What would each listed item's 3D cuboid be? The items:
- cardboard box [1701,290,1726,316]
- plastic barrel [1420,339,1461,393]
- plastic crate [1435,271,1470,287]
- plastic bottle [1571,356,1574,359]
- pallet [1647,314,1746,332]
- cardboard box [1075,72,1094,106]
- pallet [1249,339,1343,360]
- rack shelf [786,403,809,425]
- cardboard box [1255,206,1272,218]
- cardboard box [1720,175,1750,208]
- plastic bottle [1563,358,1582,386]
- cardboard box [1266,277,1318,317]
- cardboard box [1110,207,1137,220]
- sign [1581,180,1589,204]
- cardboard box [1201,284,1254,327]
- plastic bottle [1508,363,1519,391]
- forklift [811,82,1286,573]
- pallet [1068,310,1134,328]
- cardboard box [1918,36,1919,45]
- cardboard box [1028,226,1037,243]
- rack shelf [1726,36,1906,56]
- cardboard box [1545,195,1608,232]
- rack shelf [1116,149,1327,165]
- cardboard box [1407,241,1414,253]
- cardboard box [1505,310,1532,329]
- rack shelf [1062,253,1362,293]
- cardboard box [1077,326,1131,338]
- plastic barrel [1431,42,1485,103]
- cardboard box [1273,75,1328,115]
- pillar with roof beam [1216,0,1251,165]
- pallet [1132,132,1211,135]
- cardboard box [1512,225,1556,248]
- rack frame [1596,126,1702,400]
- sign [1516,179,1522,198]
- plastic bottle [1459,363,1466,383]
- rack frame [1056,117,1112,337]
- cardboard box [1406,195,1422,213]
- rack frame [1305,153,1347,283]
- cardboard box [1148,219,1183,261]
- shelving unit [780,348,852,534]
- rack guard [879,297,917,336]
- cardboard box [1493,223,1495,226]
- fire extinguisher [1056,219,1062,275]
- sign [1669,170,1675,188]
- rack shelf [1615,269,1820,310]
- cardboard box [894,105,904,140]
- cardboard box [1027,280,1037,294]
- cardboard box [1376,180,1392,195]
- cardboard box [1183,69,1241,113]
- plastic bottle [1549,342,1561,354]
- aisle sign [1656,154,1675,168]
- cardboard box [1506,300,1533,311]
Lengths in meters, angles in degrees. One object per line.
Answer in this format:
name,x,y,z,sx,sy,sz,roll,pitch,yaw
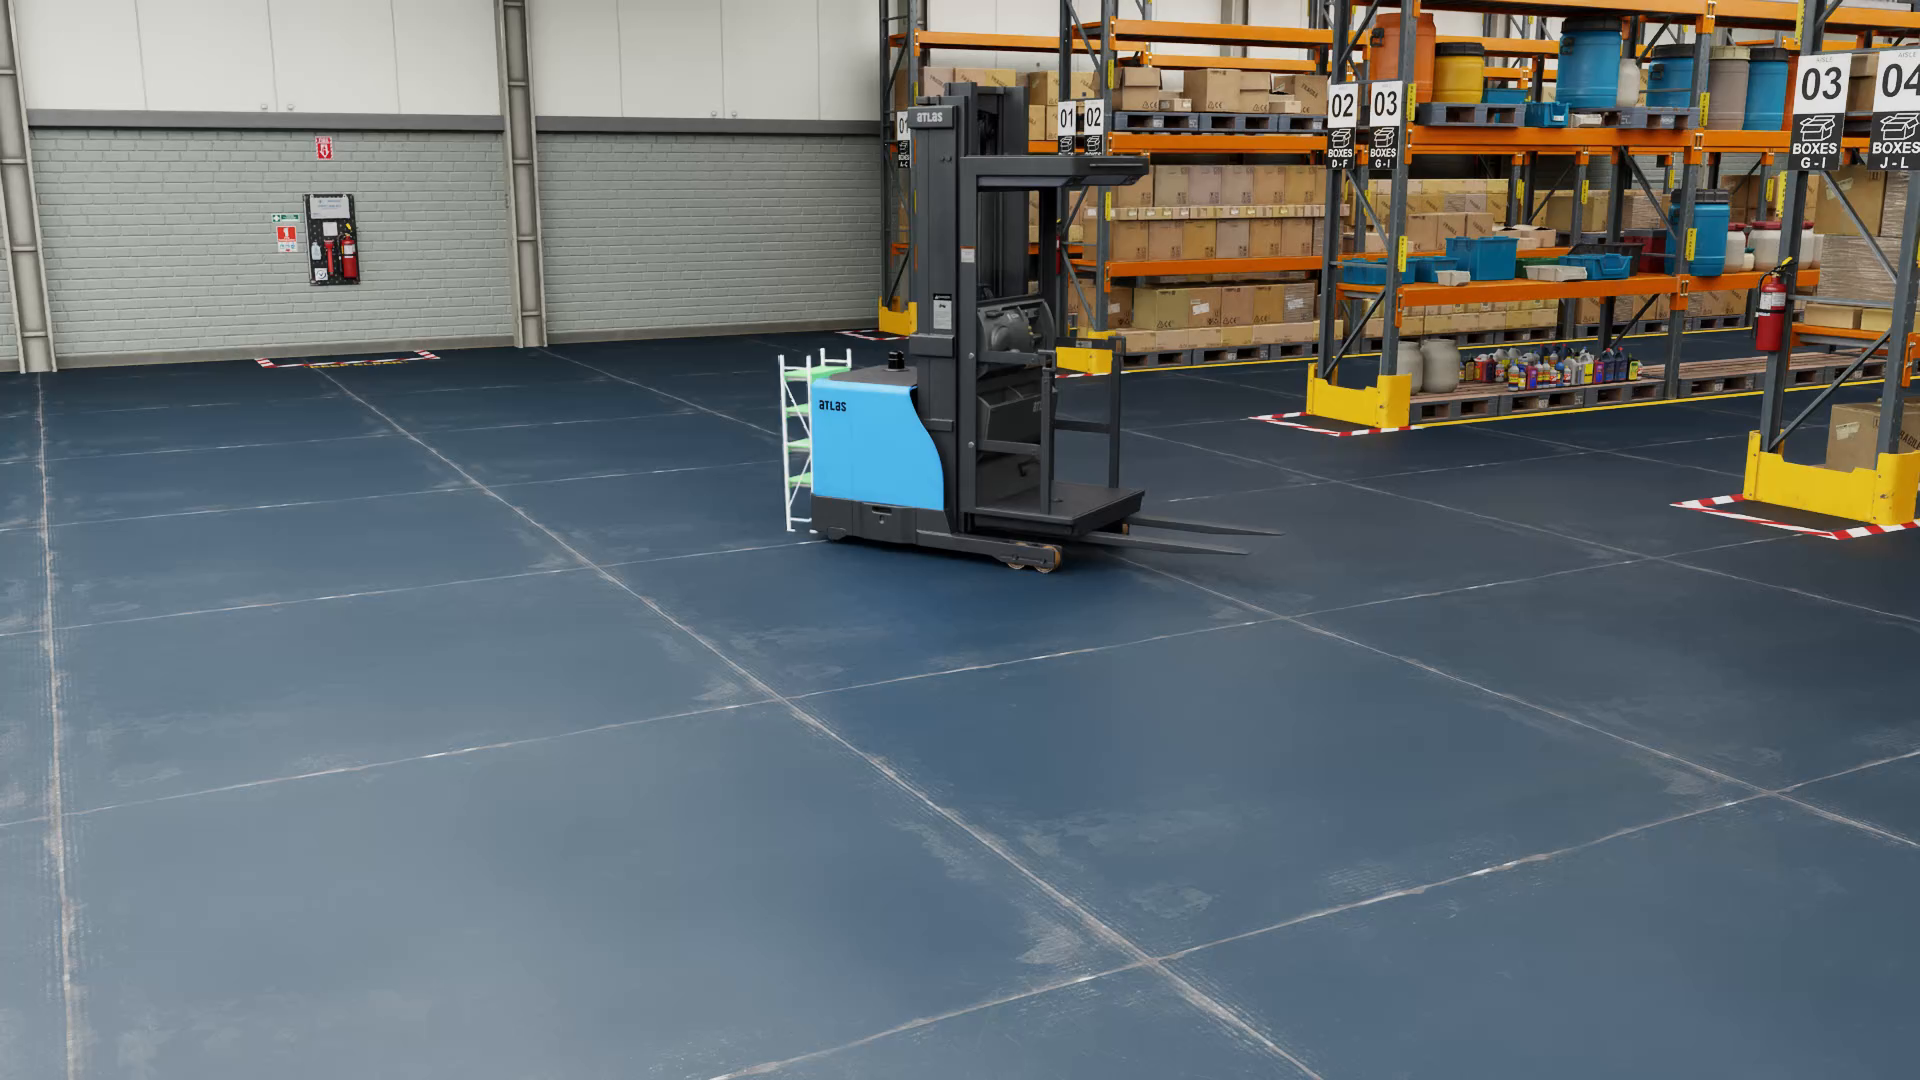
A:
cardboard box,11.289,-3.690,25.364,0.500,0.500,0.500,-7,14,-28
plastic barrel,4.841,-1.763,16.819,0.421,0.512,0.421,0,13,0
plastic crate,4.799,-2.538,16.157,0.250,0.136,0.298,-7,14,-28
plastic bottle,6.420,-1.785,17.392,0.133,0.283,0.061,-7,14,-28
pallet,11.327,-3.399,25.731,1.213,0.211,1.003,-7,14,-28
cardboard box,1.835,-6.810,25.153,0.500,0.500,0.500,-6,14,-25
pallet,4.282,-2.575,22.068,1.213,0.211,1.003,-7,14,-28
rack shelf,-0.970,-0.860,11.380,0.258,0.148,0.480,5,14,29
cardboard box,3.749,-4.173,21.113,0.250,0.149,0.380,-6,14,-26
cardboard box,12.342,-5.492,26.175,0.500,0.500,0.500,-7,14,-28
plastic bottle,6.347,-1.748,17.244,0.135,0.276,0.152,-7,14,-27
cardboard box,4.443,-3.251,22.323,0.500,0.500,0.500,-7,14,-28
cardboard box,1.937,-3.955,20.145,0.250,0.149,0.380,-7,14,-28
sign,8.780,-4.890,23.367,0.005,0.325,0.100,-7,14,-28
cardboard box,3.385,-2.990,21.161,0.500,0.500,0.500,-7,14,-28
plastic bottle,5.600,-1.649,16.817,0.097,0.271,0.097,0,13,0
forklift,0.541,-1.361,10.481,3.031,2.935,1.130,7,15,29
pallet,2.051,-3.527,26.300,1.213,0.211,1.003,-7,14,-28
cardboard box,7.472,-3.793,12.257,0.500,0.500,0.500,-7,14,-28
cardboard box,1.037,-4.633,25.161,0.500,0.250,0.500,-7,14,-27
rack shelf,13.778,-7.637,26.193,4.000,0.370,1.077,-7,14,-28
cardboard box,9.010,-4.773,24.302,0.700,0.500,0.500,11,17,41
rack shelf,4.379,-6.288,27.023,4.000,0.370,1.077,-7,14,-28
cardboard box,5.876,-3.942,22.365,0.250,0.149,0.380,-7,14,-28
cardboard box,7.716,-3.138,23.525,0.500,0.250,0.500,-7,14,-29
rack shelf,3.245,-3.449,21.242,4.000,0.370,1.077,-7,14,-28
cardboard box,1.819,-2.567,20.988,0.500,0.250,0.500,-7,14,-28
plastic barrel,4.799,-4.539,16.230,0.600,0.588,0.600,0,13,0
cardboard box,4.432,-5.794,21.687,0.500,0.500,0.500,-6,14,-23
pillar with roof beam,6.642,-7.513,23.996,0.400,9.000,9.100,-7,14,-28
pallet,3.217,-6.381,26.227,1.003,0.211,1.213,-7,14,-28
cardboard box,8.171,-4.358,23.845,0.500,0.311,0.500,-6,14,-24
rack frame,7.371,-3.056,17.855,0.127,3.000,1.000,-7,14,-28
sign,9.914,-6.229,29.499,0.005,0.325,0.100,-7,14,-28
plastic bottle,5.262,-1.762,17.478,0.097,0.201,0.097,0,13,0
rack frame,1.490,-3.590,20.228,0.127,3.000,1.000,-7,14,-28
cardboard box,7.584,-5.696,28.638,0.500,0.500,0.500,-7,14,-28
rack frame,6.135,-5.386,28.208,0.127,3.000,1.000,-7,14,-28
cardboard box,2.364,-3.741,20.674,0.500,0.500,0.700,-6,14,-26
shelving unit,-0.966,-0.688,11.416,0.258,1.200,0.503,5,14,29
rack guard,-0.821,-3.333,24.778,0.348,0.500,1.175,-7,14,-28
cardboard box,9.274,-5.572,29.565,0.250,0.149,0.380,-7,14,-27
fire extinguisher,1.163,-3.629,20.579,0.183,0.674,0.296,-7,14,-28
sign,13.404,-6.802,31.323,0.005,0.325,0.100,-7,14,-28
rack shelf,9.126,-2.915,18.869,4.000,0.370,1.077,-7,14,-28
cardboard box,-0.642,-6.159,24.538,0.500,0.500,0.500,-6,14,-24
cardboard box,0.931,-3.722,25.507,0.500,0.500,0.700,-8,15,-31
cardboard box,7.128,-6.010,28.323,0.500,0.250,0.500,-7,14,-29
cardboard box,3.078,-5.497,20.369,0.500,0.500,0.500,-7,14,-28
plastic bottle,6.463,-1.973,18.075,0.185,0.351,0.144,-6,14,-26
aisle sign,13.363,-7.445,31.439,0.004,0.787,0.394,-7,14,-28
cardboard box,7.717,-3.410,23.458,0.500,0.311,0.500,-7,14,-29
